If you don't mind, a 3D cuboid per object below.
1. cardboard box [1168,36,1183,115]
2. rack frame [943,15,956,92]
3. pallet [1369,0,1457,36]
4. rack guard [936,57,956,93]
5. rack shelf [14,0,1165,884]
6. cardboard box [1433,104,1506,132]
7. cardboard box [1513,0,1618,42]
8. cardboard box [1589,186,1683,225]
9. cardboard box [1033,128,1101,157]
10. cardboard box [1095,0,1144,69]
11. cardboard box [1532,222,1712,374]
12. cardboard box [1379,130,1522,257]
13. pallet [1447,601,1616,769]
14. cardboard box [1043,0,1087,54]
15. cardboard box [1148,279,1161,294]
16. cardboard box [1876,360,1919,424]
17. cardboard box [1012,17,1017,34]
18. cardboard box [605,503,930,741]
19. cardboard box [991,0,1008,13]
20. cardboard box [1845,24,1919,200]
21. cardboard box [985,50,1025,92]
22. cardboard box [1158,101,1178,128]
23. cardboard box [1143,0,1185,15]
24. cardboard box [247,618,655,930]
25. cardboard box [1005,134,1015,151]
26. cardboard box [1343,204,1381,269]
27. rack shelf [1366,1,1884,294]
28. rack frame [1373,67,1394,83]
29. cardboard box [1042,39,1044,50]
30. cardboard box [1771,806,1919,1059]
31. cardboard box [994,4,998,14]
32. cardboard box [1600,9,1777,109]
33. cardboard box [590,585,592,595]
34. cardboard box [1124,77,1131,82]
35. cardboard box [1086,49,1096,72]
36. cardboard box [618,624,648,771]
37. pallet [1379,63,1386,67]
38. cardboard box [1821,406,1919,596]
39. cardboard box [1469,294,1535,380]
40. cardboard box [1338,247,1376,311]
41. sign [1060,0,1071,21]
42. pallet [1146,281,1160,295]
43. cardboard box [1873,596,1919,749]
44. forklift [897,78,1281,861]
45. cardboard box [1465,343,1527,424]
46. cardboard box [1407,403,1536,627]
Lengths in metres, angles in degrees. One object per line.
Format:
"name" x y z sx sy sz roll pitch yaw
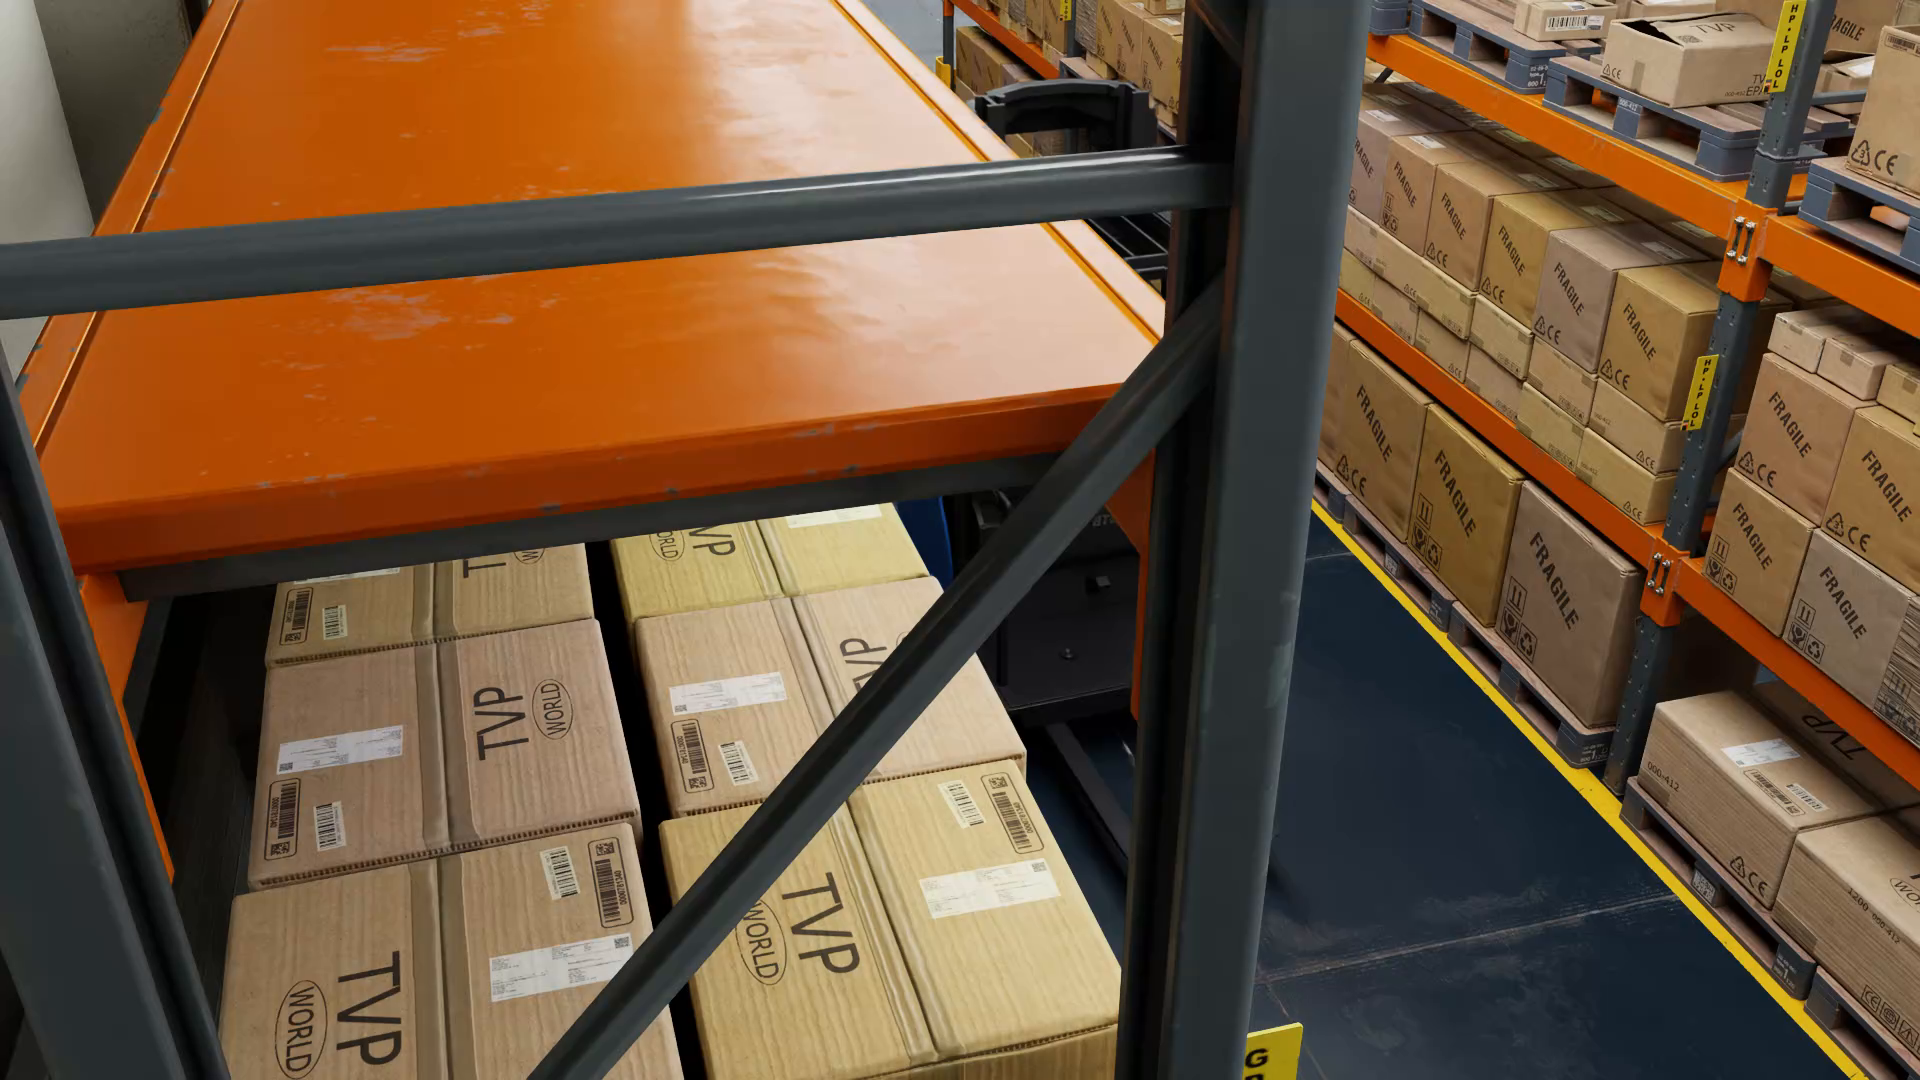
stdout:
"cardboard box" 1.770 -3.161 11.401 0.500 0.500 0.500 -10 32 -17
"rack frame" 0.318 -5.997 17.116 1.000 3.000 0.127 -8 31 -13
"pallet" 2.664 -3.046 9.212 1.213 0.211 1.003 -6 31 -11
"rack guard" 0.338 -4.878 17.679 1.175 0.500 0.348 -8 31 -13
"rack shelf" -0.751 -0.857 2.969 1.077 0.370 4.000 -8 31 -13
"cardboard box" 2.975 -2.147 9.368 0.500 0.500 0.500 -7 31 -12
"cardboard box" 2.857 -2.473 7.849 0.380 0.166 0.250 -5 30 -9
"cardboard box" 3.371 -1.413 8.098 0.500 0.500 0.500 -9 31 -15
"cardboard box" 0.964 -3.631 14.607 0.500 0.500 0.500 -8 31 -14
"cardboard box" 1.361 -3.912 12.699 0.500 0.500 0.500 -8 31 -13
"cardboard box" 2.998 -1.109 7.573 0.500 0.500 0.500 -7 31 -12
"cardboard box" 2.600 -1.848 8.851 0.500 0.500 0.500 -7 31 -12
"pallet" 3.226 0.643 8.428 1.003 0.211 1.213 -8 31 -13
"cardboard box" 1.022 -4.419 13.993 0.500 0.500 0.500 -9 31 -15
"cardboard box" 1.902 -2.174 12.716 0.950 0.372 0.625 -7 31 -12
"cardboard box" 3.529 -0.531 5.928 0.380 0.149 0.250 -8 31 -14
"cardboard box" 0.689 -4.689 15.107 0.380 0.149 0.250 -8 31 -14
"cardboard box" -0.359 0.077 2.981 0.500 0.250 0.500 -8 31 -14
"cardboard box" 0.596 -5.163 15.279 0.500 0.500 0.500 -8 31 -14
"cardboard box" 3.457 -1.456 5.657 0.500 0.500 0.500 -7 31 -12
"cardboard box" 0.541 -4.380 15.900 0.500 0.500 0.500 -7 31 -12
"cardboard box" 1.640 -3.071 11.893 0.380 0.149 0.250 -9 31 -15
"cardboard box" 1.551 -3.914 12.055 0.380 0.149 0.250 -6 31 -10
"cardboard box" -0.744 0.385 2.449 0.500 0.250 0.500 -9 31 -15
"cardboard box" 0.682 -3.809 15.661 0.500 0.250 0.500 -7 31 -13
"cardboard box" 2.474 -1.757 9.442 0.500 0.250 0.500 -7 31 -12
"rack shelf" 2.972 -2.154 8.201 1.077 0.370 4.000 -8 31 -13
"rack frame" 2.442 -2.133 10.441 1.000 3.000 0.127 -8 31 -13
"cardboard box" 0.934 -4.327 14.482 0.380 0.149 0.250 -8 31 -13
"cardboard box" 3.805 1.476 6.344 0.875 0.438 0.875 -9 31 -15
"cardboard box" 0.534 -5.069 15.764 0.380 0.149 0.250 -7 31 -12
"cardboard box" 3.067 -2.040 6.956 0.500 0.311 0.500 -8 31 -13
"cardboard box" -1.016 0.115 3.416 0.500 0.250 0.500 -7 31 -12
"cardboard box" 1.457 -3.451 12.549 0.380 0.149 0.250 -7 31 -13
"cardboard box" 1.222 -3.829 13.203 0.380 0.149 0.250 -7 31 -13
"cardboard box" -0.353 0.288 3.116 0.500 0.250 0.500 -9 31 -15
"pallet" 5.351 -5.121 18.387 1.003 0.211 1.213 -8 31 -13
"cardboard box" 3.524 -0.170 5.952 0.500 0.500 0.500 -8 31 -14
"cardboard box" 2.869 -1.023 8.174 0.500 0.250 0.500 -7 31 -12
"cardboard box" 2.482 -1.553 9.588 0.500 0.250 0.500 -9 31 -15
"sign" 0.859 -4.364 13.431 0.100 0.325 0.005 -8 31 -13
"pallet" 1.915 -1.892 12.808 1.003 0.211 1.213 -8 31 -13
"cardboard box" 3.631 0.502 5.789 0.500 0.500 0.500 -8 31 -13
"forklift" 0.581 -0.482 7.657 1.130 2.935 3.031 -9 31 -16
"cardboard box" 2.892 -0.812 8.308 0.500 0.250 0.500 -9 31 -15
"cardboard box" 3.014 -0.187 8.781 0.875 0.875 0.875 -7 31 -12
